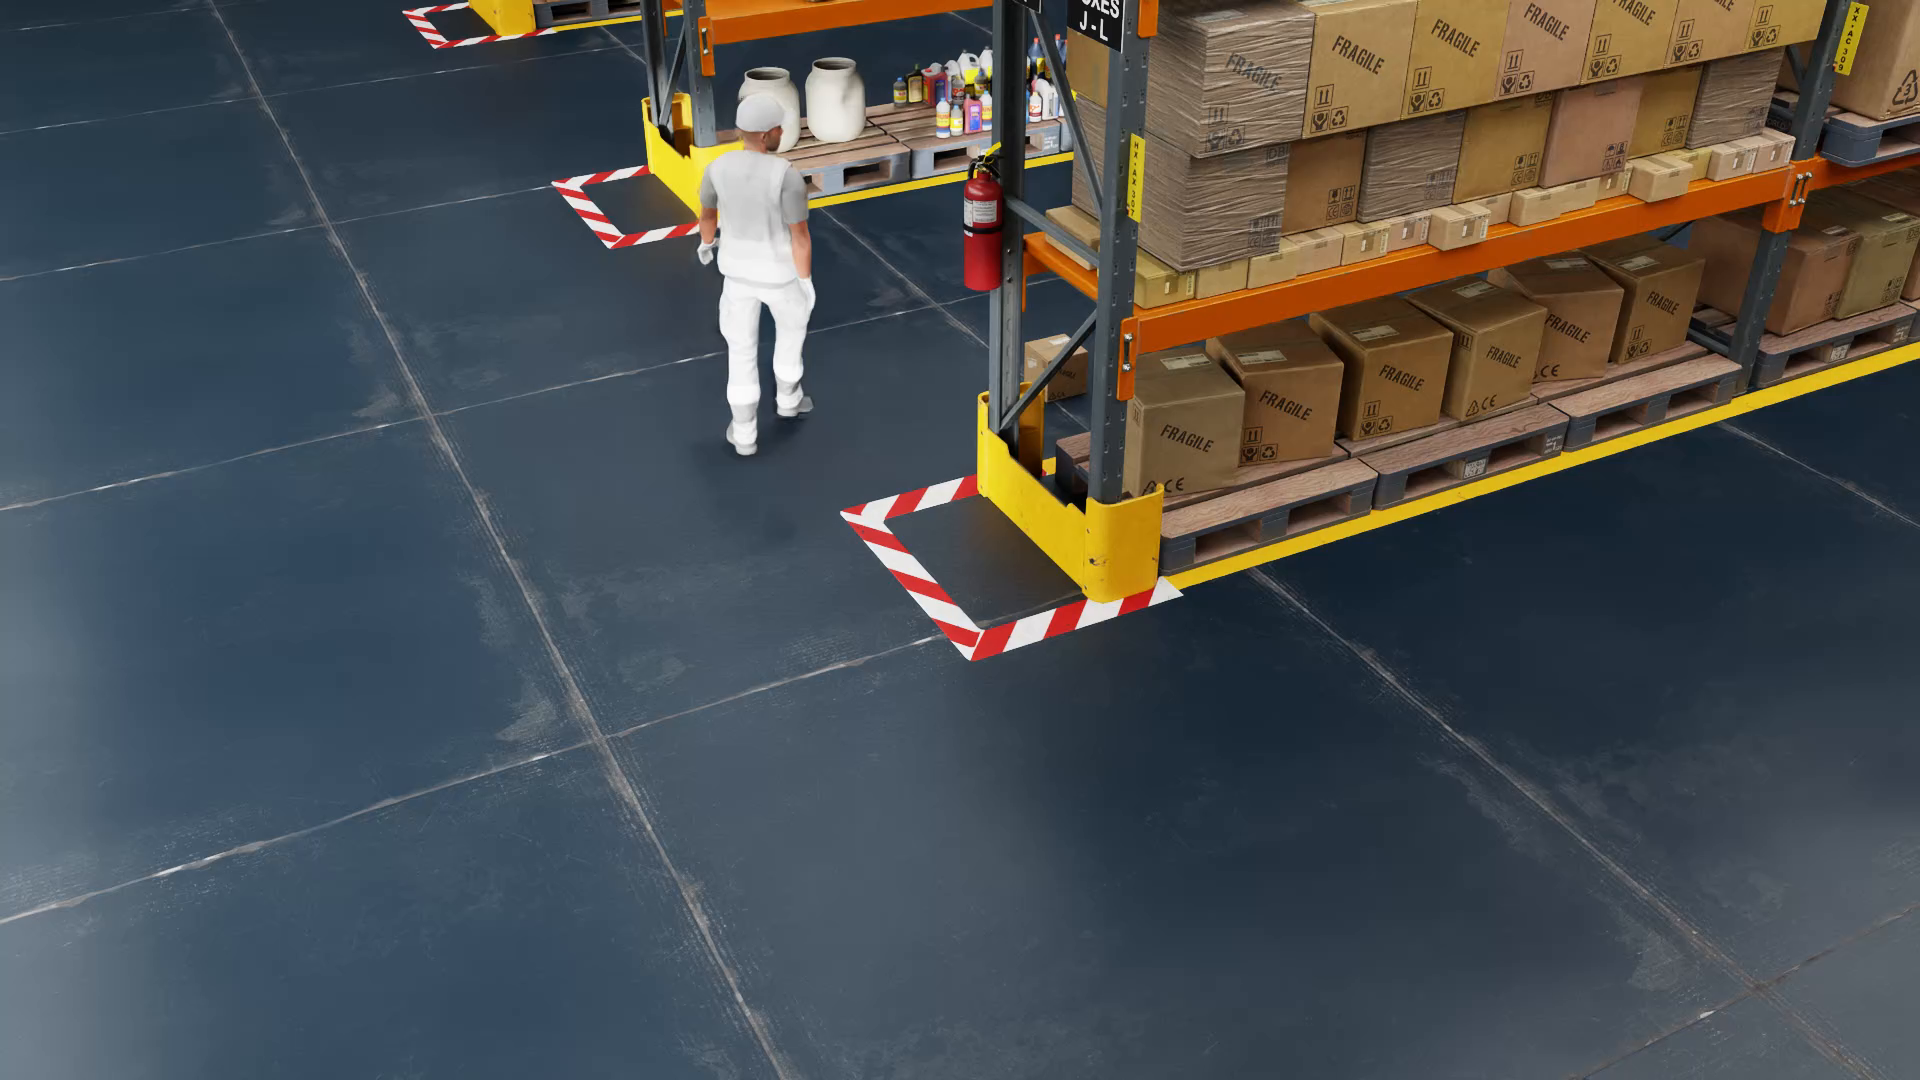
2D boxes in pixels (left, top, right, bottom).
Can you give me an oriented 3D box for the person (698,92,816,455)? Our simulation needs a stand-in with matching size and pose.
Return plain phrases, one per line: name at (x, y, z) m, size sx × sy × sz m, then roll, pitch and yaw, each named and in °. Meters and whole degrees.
person at (-1.003, -1.326, 8.176) m, size 0.661 × 1.807 × 0.700 m, roll 4°, pitch 33°, yaw 6°
